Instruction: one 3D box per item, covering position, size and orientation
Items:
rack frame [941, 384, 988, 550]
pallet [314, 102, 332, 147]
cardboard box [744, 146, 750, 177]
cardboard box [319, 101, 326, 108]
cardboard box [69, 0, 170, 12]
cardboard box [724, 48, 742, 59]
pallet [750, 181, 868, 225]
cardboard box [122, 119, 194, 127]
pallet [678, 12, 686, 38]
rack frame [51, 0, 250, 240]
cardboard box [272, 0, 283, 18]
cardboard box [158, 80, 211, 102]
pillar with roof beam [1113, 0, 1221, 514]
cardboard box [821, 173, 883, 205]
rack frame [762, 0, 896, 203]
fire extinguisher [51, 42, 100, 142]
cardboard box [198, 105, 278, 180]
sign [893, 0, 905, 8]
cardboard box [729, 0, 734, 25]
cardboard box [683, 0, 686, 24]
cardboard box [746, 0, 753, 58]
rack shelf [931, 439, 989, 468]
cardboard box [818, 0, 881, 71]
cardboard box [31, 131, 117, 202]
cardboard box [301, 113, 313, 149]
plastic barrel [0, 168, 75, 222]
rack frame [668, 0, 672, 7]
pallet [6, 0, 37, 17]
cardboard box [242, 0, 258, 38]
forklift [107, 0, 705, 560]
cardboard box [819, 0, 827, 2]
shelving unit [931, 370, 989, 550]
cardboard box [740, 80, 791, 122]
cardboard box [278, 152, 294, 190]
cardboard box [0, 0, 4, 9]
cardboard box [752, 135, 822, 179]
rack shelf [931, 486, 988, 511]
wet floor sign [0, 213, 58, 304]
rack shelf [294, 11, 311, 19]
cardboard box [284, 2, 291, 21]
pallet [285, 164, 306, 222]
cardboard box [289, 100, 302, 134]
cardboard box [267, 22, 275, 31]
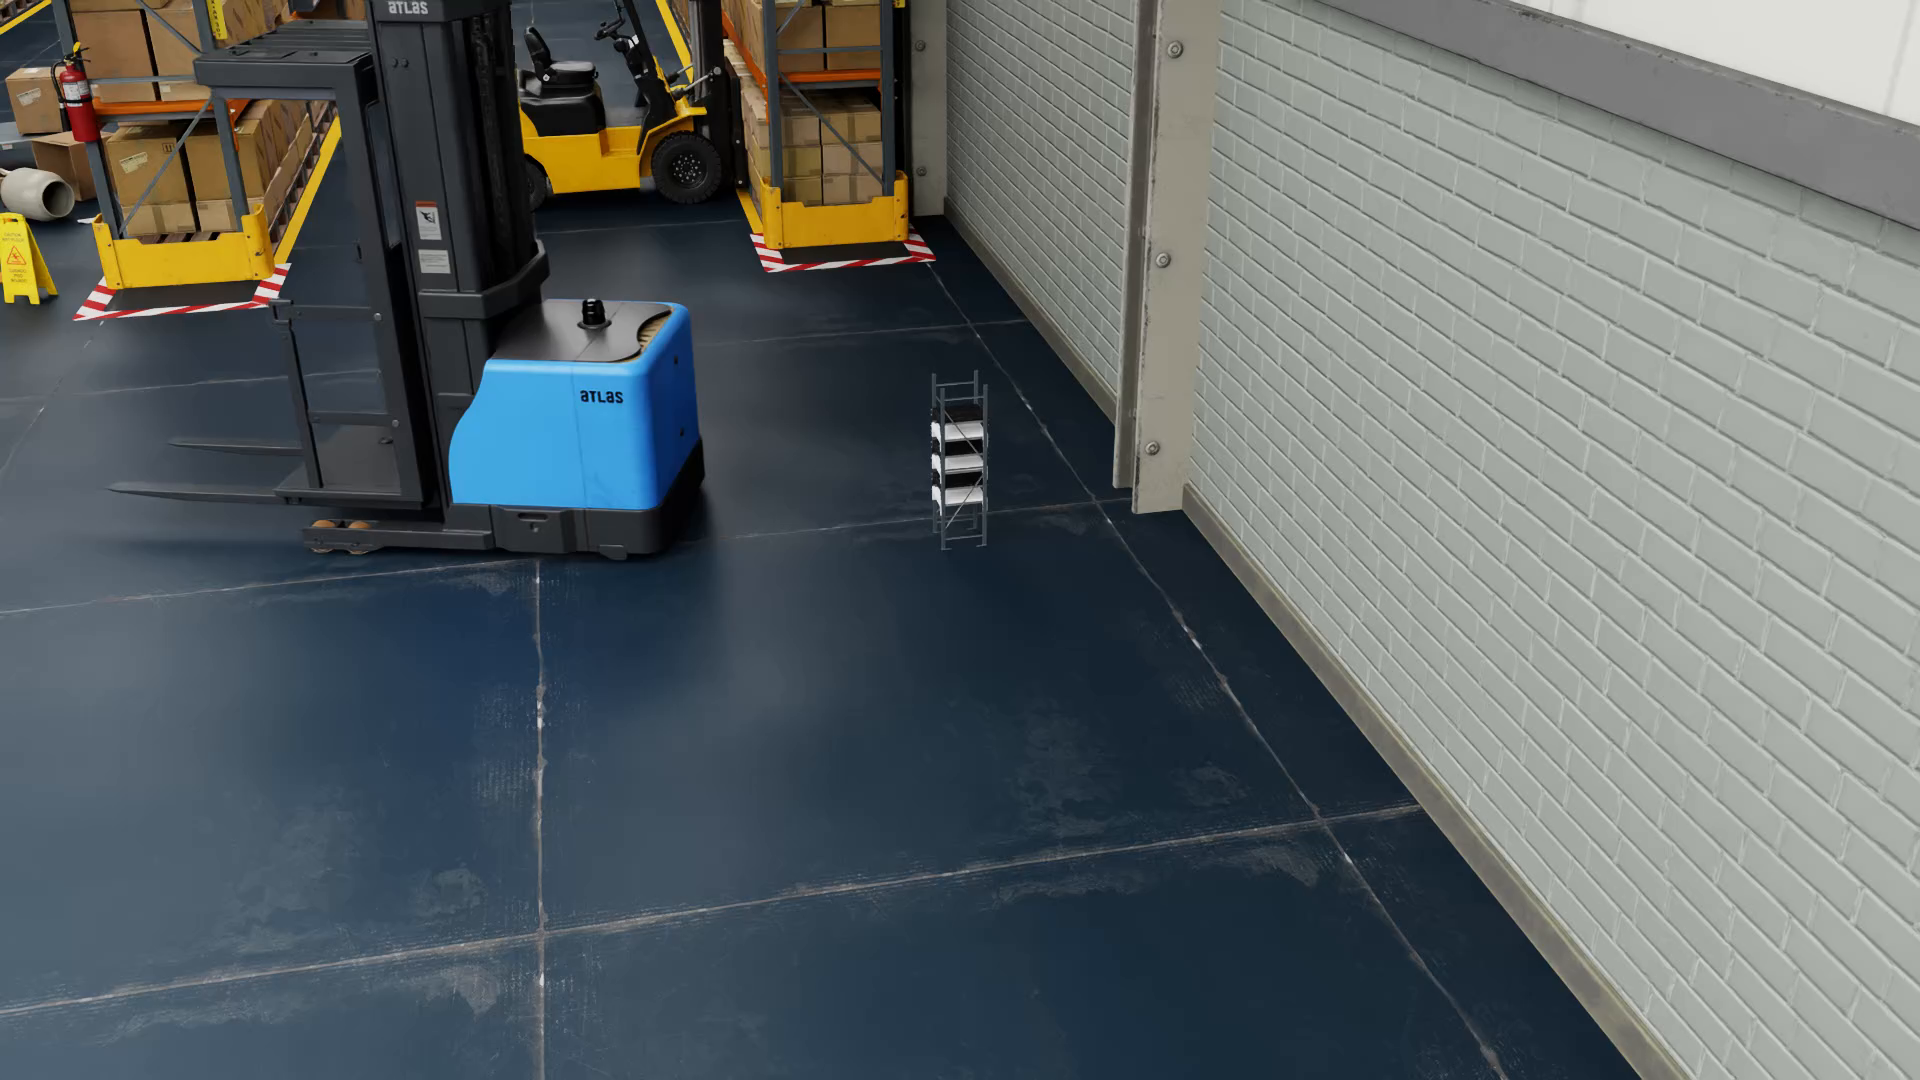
[{"bbox_3d":[0.021,-0.361,8.466,0.240,0.900,0.006,-6,27,-12],"label":"rack frame"},{"bbox_3d":[-6.934,-4.167,16.772,1.003,0.211,1.213,-6,27,-12],"label":"pallet"},{"bbox_3d":[-1.641,-3.394,14.731,0.500,0.250,0.500,-6,27,-11],"label":"cardboard box"},{"bbox_3d":[-7.043,-4.630,17.044,0.950,0.372,0.625,-4,27,-8],"label":"cardboard box"},{"bbox_3d":[-6.183,-4.140,12.073,0.700,0.500,0.500,-7,28,-13],"label":"cardboard box"},{"bbox_3d":[-2.013,-4.513,15.837,0.500,0.250,0.500,-6,27,-12],"label":"cardboard box"},{"bbox_3d":[-1.233,-2.907,14.274,1.003,0.211,1.213,-6,27,-12],"label":"pallet"},{"bbox_3d":[-6.411,-3.163,13.441,0.500,0.500,0.500,-5,27,-10],"label":"cardboard box"},{"bbox_3d":[-3.226,-6.953,22.292,1.003,0.211,1.213,-6,27,-12],"label":"pallet"},{"bbox_3d":[-5.855,-3.314,11.987,1.000,3.000,0.127,-6,27,-12],"label":"rack frame"},{"bbox_3d":[-6.292,-4.853,14.594,0.500,0.500,0.500,-5,27,-10],"label":"cardboard box"},{"bbox_3d":[-5.730,-3.372,12.381,0.380,0.149,0.250,-6,27,-11],"label":"cardboard box"},{"bbox_3d":[-3.141,-3.824,6.340,9.100,9.000,0.400,-6,27,-12],"label":"pillar with roof beam"},{"bbox_3d":[-0.940,-3.015,13.981,0.500,0.250,0.500,-6,27,-11],"label":"cardboard box"},{"bbox_3d":[-1.020,-3.820,12.989,1.000,3.000,0.127,-6,27,-12],"label":"rack frame"},{"bbox_3d":[-6.279,-3.183,11.813,0.296,0.674,0.183,-6,27,-12],"label":"fire extinguisher"},{"bbox_3d":[-5.896,-3.231,13.575,0.500,0.500,0.500,-7,28,-14],"label":"cardboard box"},{"bbox_3d":[-0.478,-4.295,12.883,0.100,0.325,0.005,-6,27,-12],"label":"sign"},{"bbox_3d":[-1.827,-4.950,15.117,0.500,0.500,0.500,-6,27,-12],"label":"cardboard box"},{"bbox_3d":[-3.351,-7.018,21.633,0.500,0.500,0.500,-5,27,-9],"label":"cardboard box"},{"bbox_3d":[-1.495,-4.283,13.795,0.500,0.500,0.500,-5,27,-10],"label":"cardboard box"},{"bbox_3d":[-0.002,-0.456,8.529,0.258,0.077,0.200,-6,27,-12],"label":"rack shelf"},{"bbox_3d":[-0.861,-4.110,13.453,0.500,0.500,0.500,-5,27,-10],"label":"cardboard box"},{"bbox_3d":[-7.841,-3.347,14.823,0.500,0.500,0.500,13,30,24],"label":"cardboard box"},{"bbox_3d":[-6.362,-3.798,15.531,0.500,0.250,0.500,-5,27,-9],"label":"cardboard box"},{"bbox_3d":[-7.796,-2.917,14.060,0.512,0.421,0.421,13,30,24],"label":"plastic barrel"},{"bbox_3d":[-3.725,-9.088,23.426,1.000,3.000,0.127,-6,27,-12],"label":"rack frame"},{"bbox_3d":[-13.824,-7.618,23.609,1.003,0.211,1.213,-6,27,-12],"label":"pallet"},{"bbox_3d":[-5.928,-4.178,13.258,0.500,0.500,0.500,-6,27,-13],"label":"cardboard box"},{"bbox_3d":[-2.973,-1.467,8.404,3.031,2.935,1.130,2,27,5],"label":"forklift"},{"bbox_3d":[-0.962,-4.431,13.370,0.380,0.149,0.250,-6,27,-12],"label":"cardboard box"},{"bbox_3d":[-0.002,-0.405,8.554,0.258,0.900,0.210,-6,27,-12],"label":"shelving unit"},{"bbox_3d":[-1.672,-3.841,14.506,0.500,0.250,0.500,-6,27,-11],"label":"cardboard box"},{"bbox_3d":[-6.011,-3.120,14.187,0.500,0.250,0.500,-4,27,-8],"label":"cardboard box"},{"bbox_3d":[-13.189,-7.259,22.501,0.380,0.149,0.250,-5,27,-10],"label":"cardboard box"},{"bbox_3d":[-1.435,-3.185,13.762,0.500,0.250,0.500,-6,27,-12],"label":"cardboard box"},{"bbox_3d":[-0.002,-0.215,8.650,0.258,0.077,0.200,-6,27,-12],"label":"rack shelf"},{"bbox_3d":[-6.855,-2.071,12.137,0.267,0.644,0.232,3,27,6],"label":"wet floor sign"},{"bbox_3d":[-7.208,-5.627,17.368,1.077,0.370,4.000,-6,27,-12],"label":"rack shelf"},{"bbox_3d":[-6.387,-4.848,15.305,0.380,0.149,0.250,-6,27,-12],"label":"cardboard box"},{"bbox_3d":[-6.293,-2.998,14.455,1.003,0.211,1.213,-6,27,-12],"label":"pallet"},{"bbox_3d":[-6.246,-3.909,14.920,0.500,0.500,0.500,-5,27,-11],"label":"cardboard box"},{"bbox_3d":[-6.155,-4.402,14.422,0.380,0.149,0.250,-6,27,-12],"label":"cardboard box"}]
